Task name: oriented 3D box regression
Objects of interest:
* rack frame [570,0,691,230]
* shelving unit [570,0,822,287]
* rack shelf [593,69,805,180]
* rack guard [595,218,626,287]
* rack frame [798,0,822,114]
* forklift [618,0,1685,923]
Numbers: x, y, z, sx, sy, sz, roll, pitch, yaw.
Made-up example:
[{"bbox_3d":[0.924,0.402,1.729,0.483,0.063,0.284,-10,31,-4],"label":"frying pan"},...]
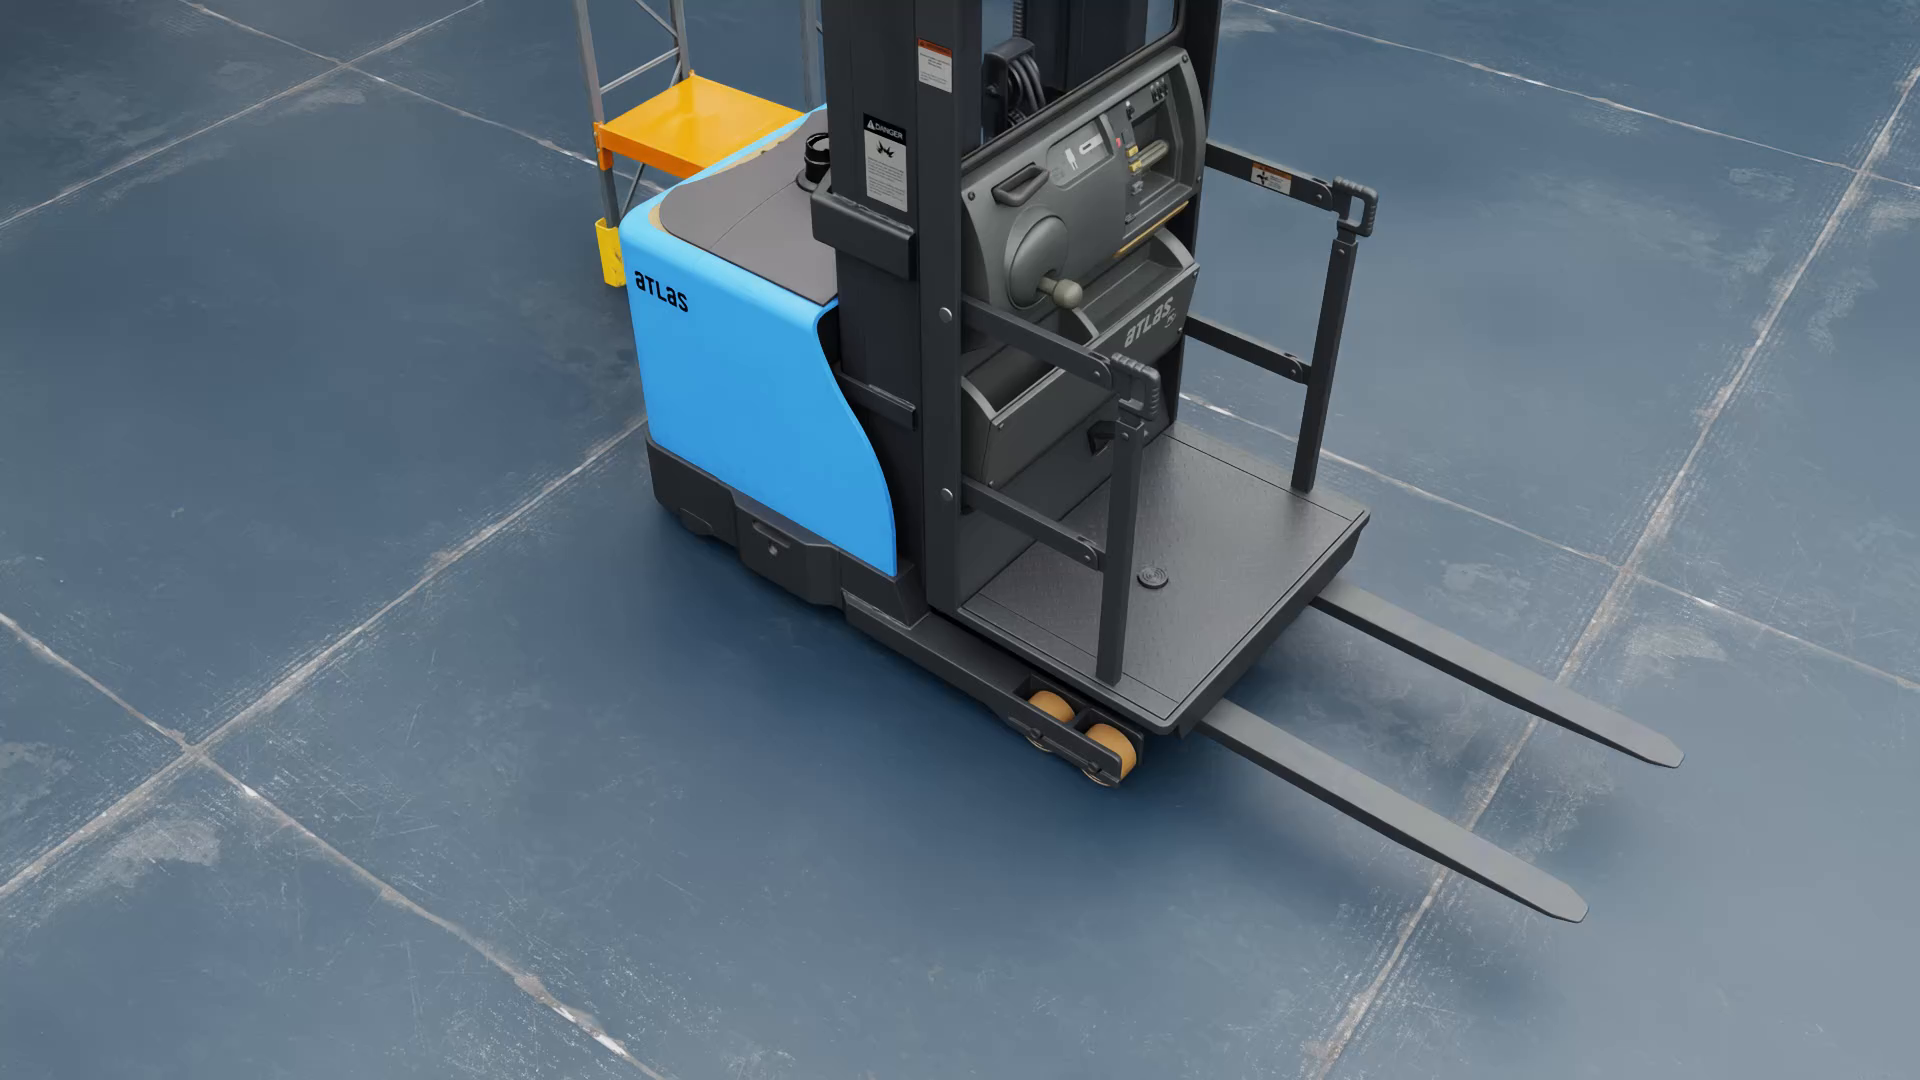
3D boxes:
[{"bbox_3d":[-1.164,-1.692,6.017,0.032,1.500,0.500,25,48,25],"label":"rack frame"},{"bbox_3d":[-0.756,-1.500,5.802,1.083,1.500,0.587,25,48,25],"label":"shelving unit"},{"bbox_3d":[-0.749,-1.363,5.918,1.000,0.185,0.538,25,48,25],"label":"rack shelf"},{"bbox_3d":[-1.163,-1.226,6.433,0.087,0.250,0.587,25,48,25],"label":"rack guard"},{"bbox_3d":[-0.333,-1.302,5.580,0.032,1.500,0.500,25,48,25],"label":"rack frame"},{"bbox_3d":[0.487,-0.831,3.981,3.031,2.935,1.130,28,49,28],"label":"forklift"}]
